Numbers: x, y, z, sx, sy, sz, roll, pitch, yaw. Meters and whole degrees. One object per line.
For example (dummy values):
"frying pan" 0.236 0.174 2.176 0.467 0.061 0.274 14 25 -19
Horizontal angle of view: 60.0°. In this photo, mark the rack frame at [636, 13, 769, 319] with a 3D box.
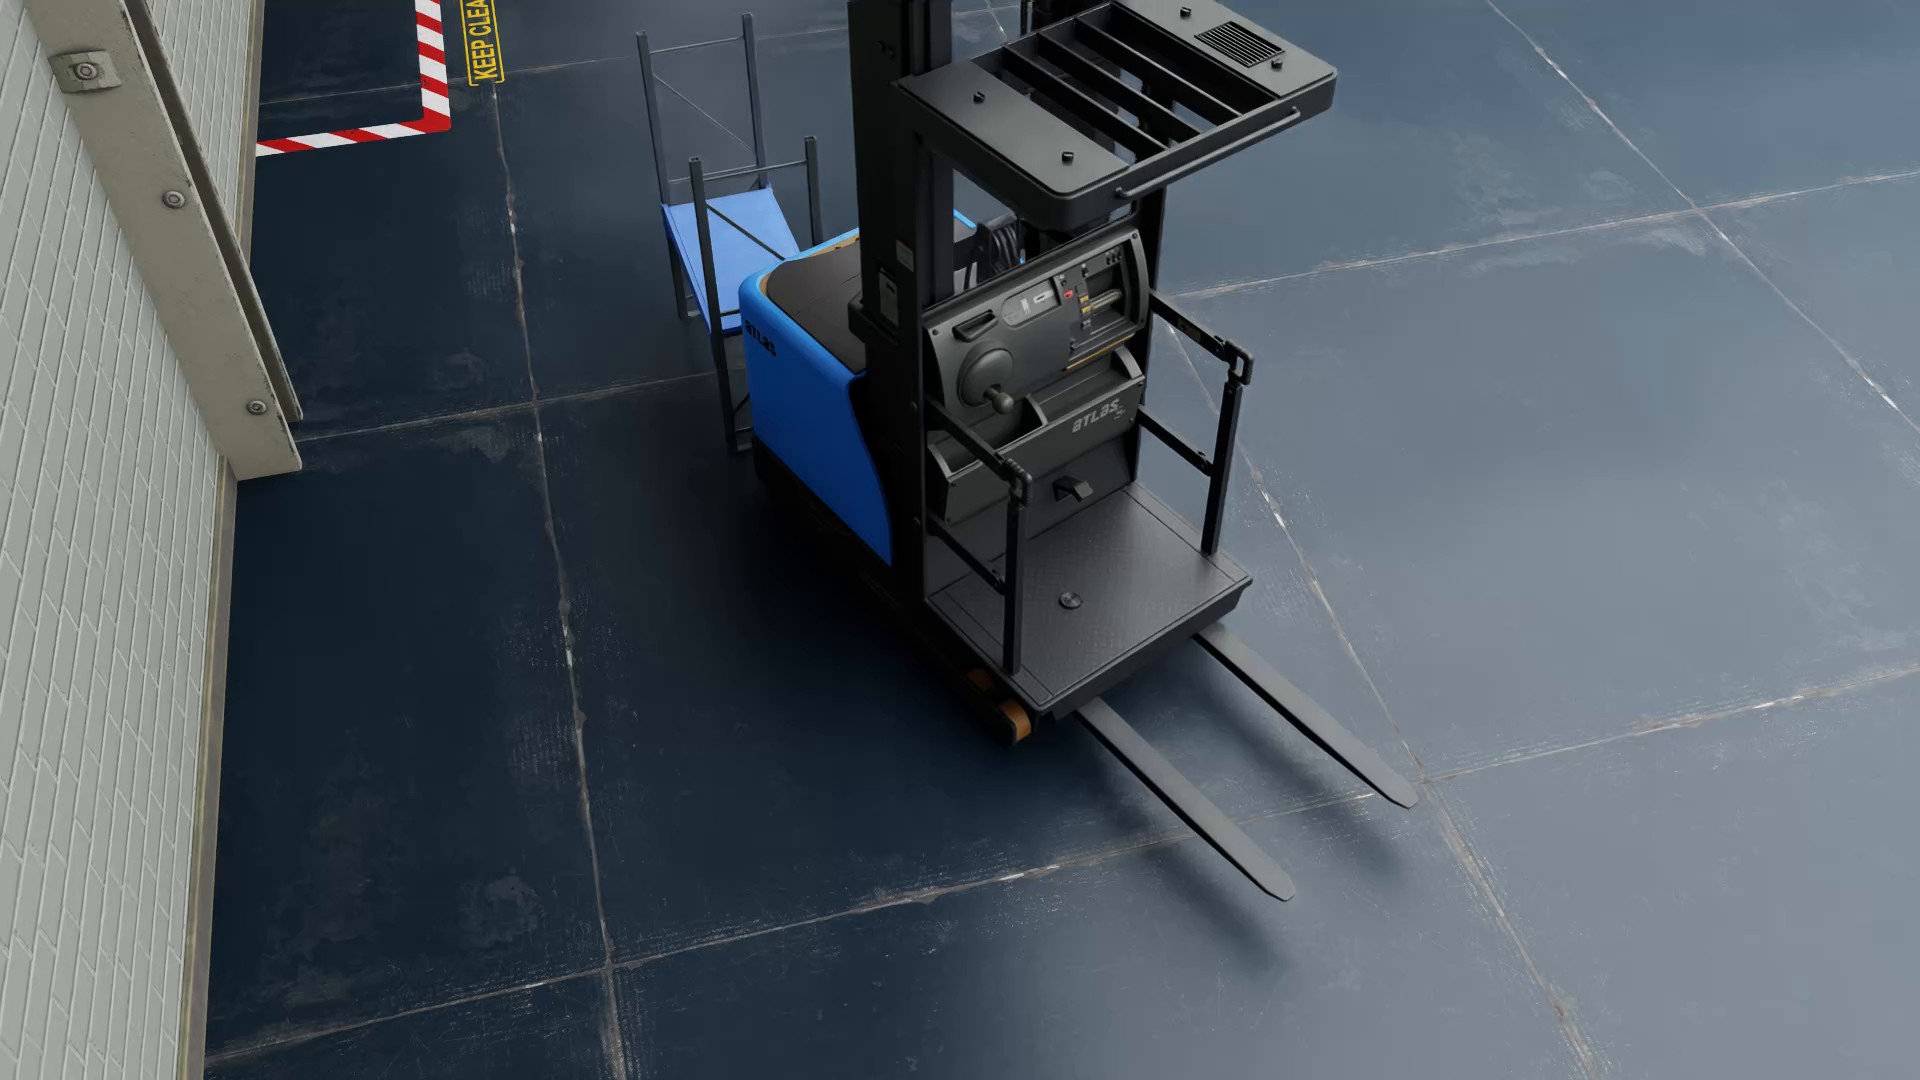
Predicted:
"rack frame" -1.124 -1.662 7.579 0.500 1.500 0.032 -14 47 -13

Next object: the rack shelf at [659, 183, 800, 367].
"rack shelf" -0.959 -1.192 7.371 0.538 0.185 1.000 -14 47 -13

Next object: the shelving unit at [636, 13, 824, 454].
"shelving unit" -0.959 -1.318 7.243 0.538 1.500 1.048 -14 47 -13

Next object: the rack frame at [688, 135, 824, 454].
"rack frame" -0.794 -0.975 6.906 0.500 1.500 0.032 -14 47 -13

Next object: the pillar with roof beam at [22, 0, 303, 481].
"pillar with roof beam" 1.070 -4.354 4.967 9.100 9.000 0.400 -11 47 -10

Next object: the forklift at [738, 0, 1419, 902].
"forklift" 0.413 -0.670 5.605 1.130 2.935 3.031 -29 52 -25
